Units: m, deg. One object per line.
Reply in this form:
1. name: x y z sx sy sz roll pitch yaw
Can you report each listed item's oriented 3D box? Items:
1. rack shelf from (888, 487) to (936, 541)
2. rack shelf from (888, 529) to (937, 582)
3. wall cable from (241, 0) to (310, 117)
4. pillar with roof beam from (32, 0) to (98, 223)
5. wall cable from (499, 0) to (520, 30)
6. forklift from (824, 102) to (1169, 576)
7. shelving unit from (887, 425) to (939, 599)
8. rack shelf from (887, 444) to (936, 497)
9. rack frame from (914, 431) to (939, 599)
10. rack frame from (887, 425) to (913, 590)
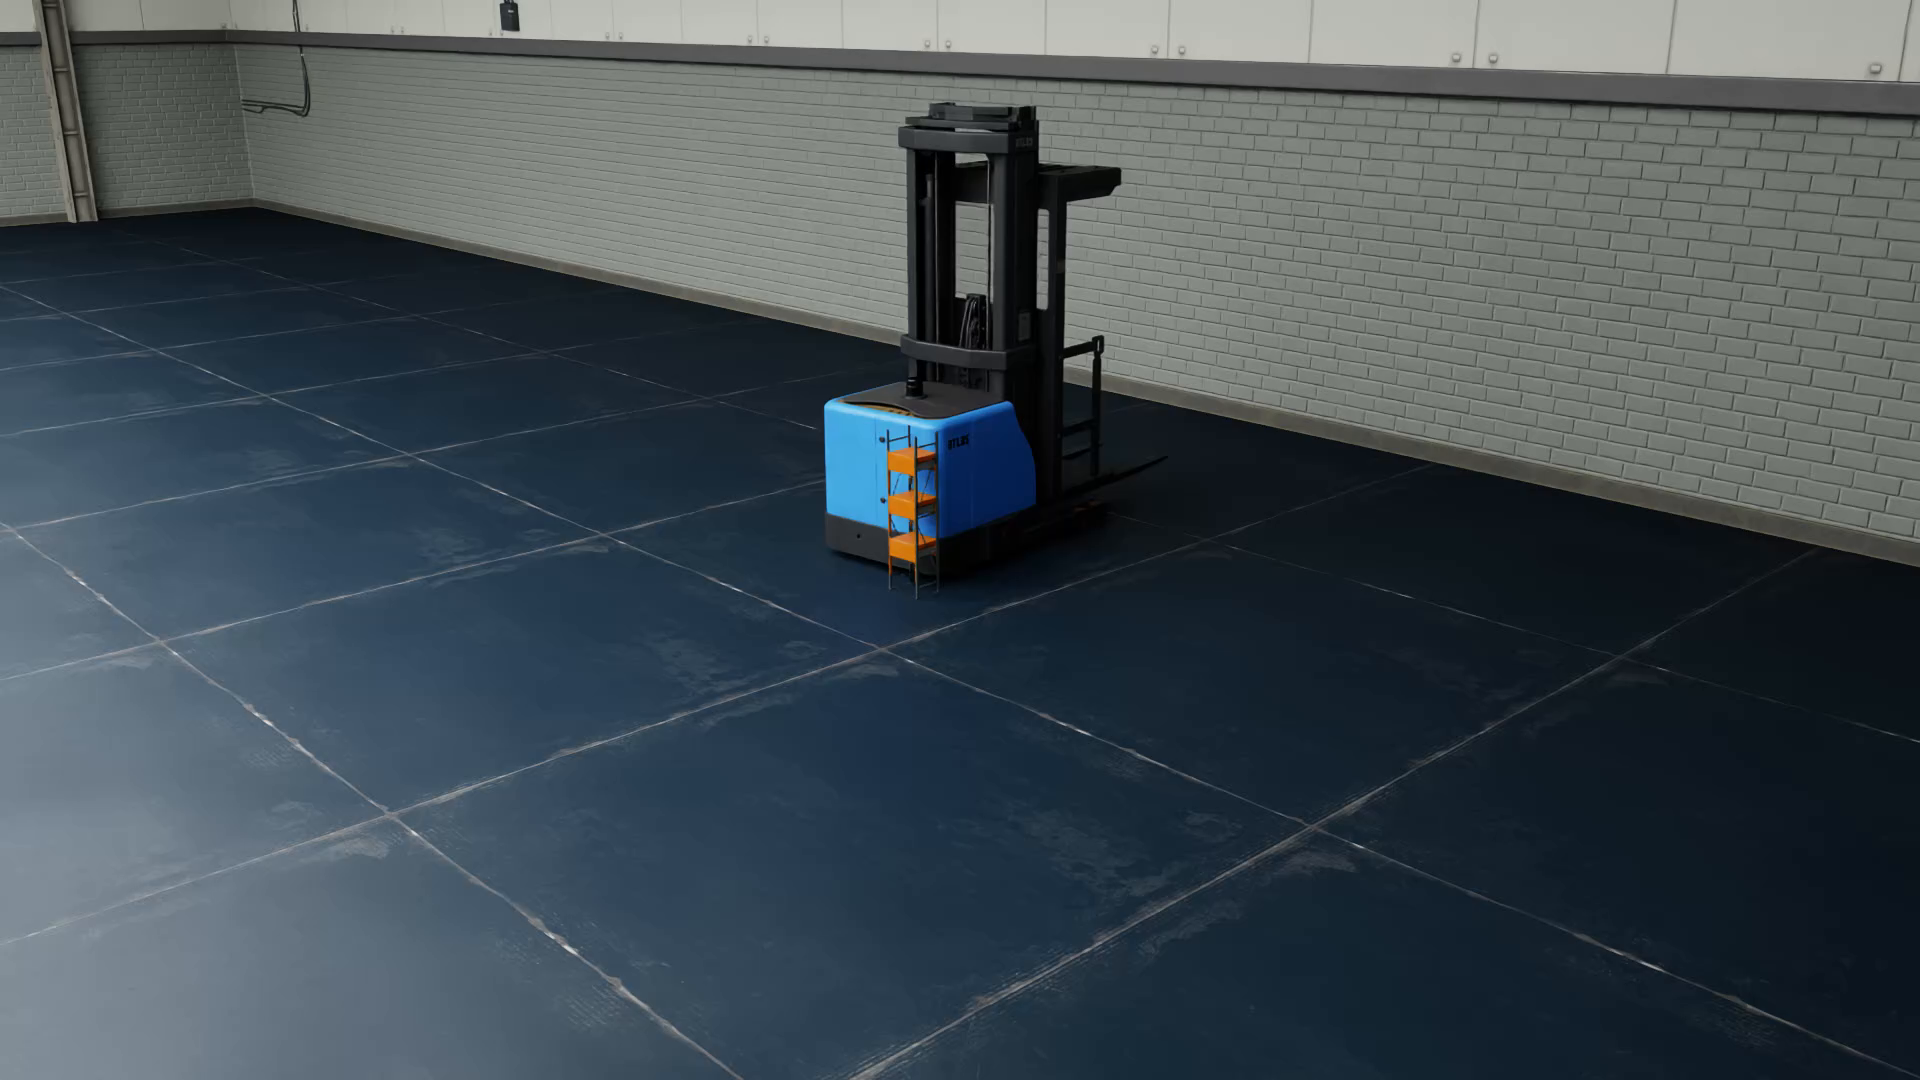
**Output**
1. rack shelf: -0.293 -0.166 10.447 0.240 0.259 0.215 16 24 41
2. rack shelf: -0.292 0.099 10.531 0.240 0.259 0.215 16 24 41
3. wall cable: -11.937 -8.583 28.522 0.112 2.526 3.097 -16 24 -41
4. pillar with roof beam: -12.029 -8.767 24.056 0.400 9.000 9.100 -16 24 -41
5. wall cable: -5.426 -9.547 20.946 0.169 6.003 2.305 -16 24 -41
6. forklift: 0.409 -1.549 11.630 1.130 2.935 3.031 14 23 37
7. shelving unit: -0.293 -0.176 10.443 0.252 1.050 0.215 16 24 41
8. rack shelf: -0.294 -0.436 10.360 0.240 0.259 0.215 16 24 41
9. rack frame: -0.205 -0.150 10.363 0.008 1.050 0.200 16 24 41
10. rack frame: -0.381 -0.201 10.524 0.008 1.050 0.200 16 24 41
